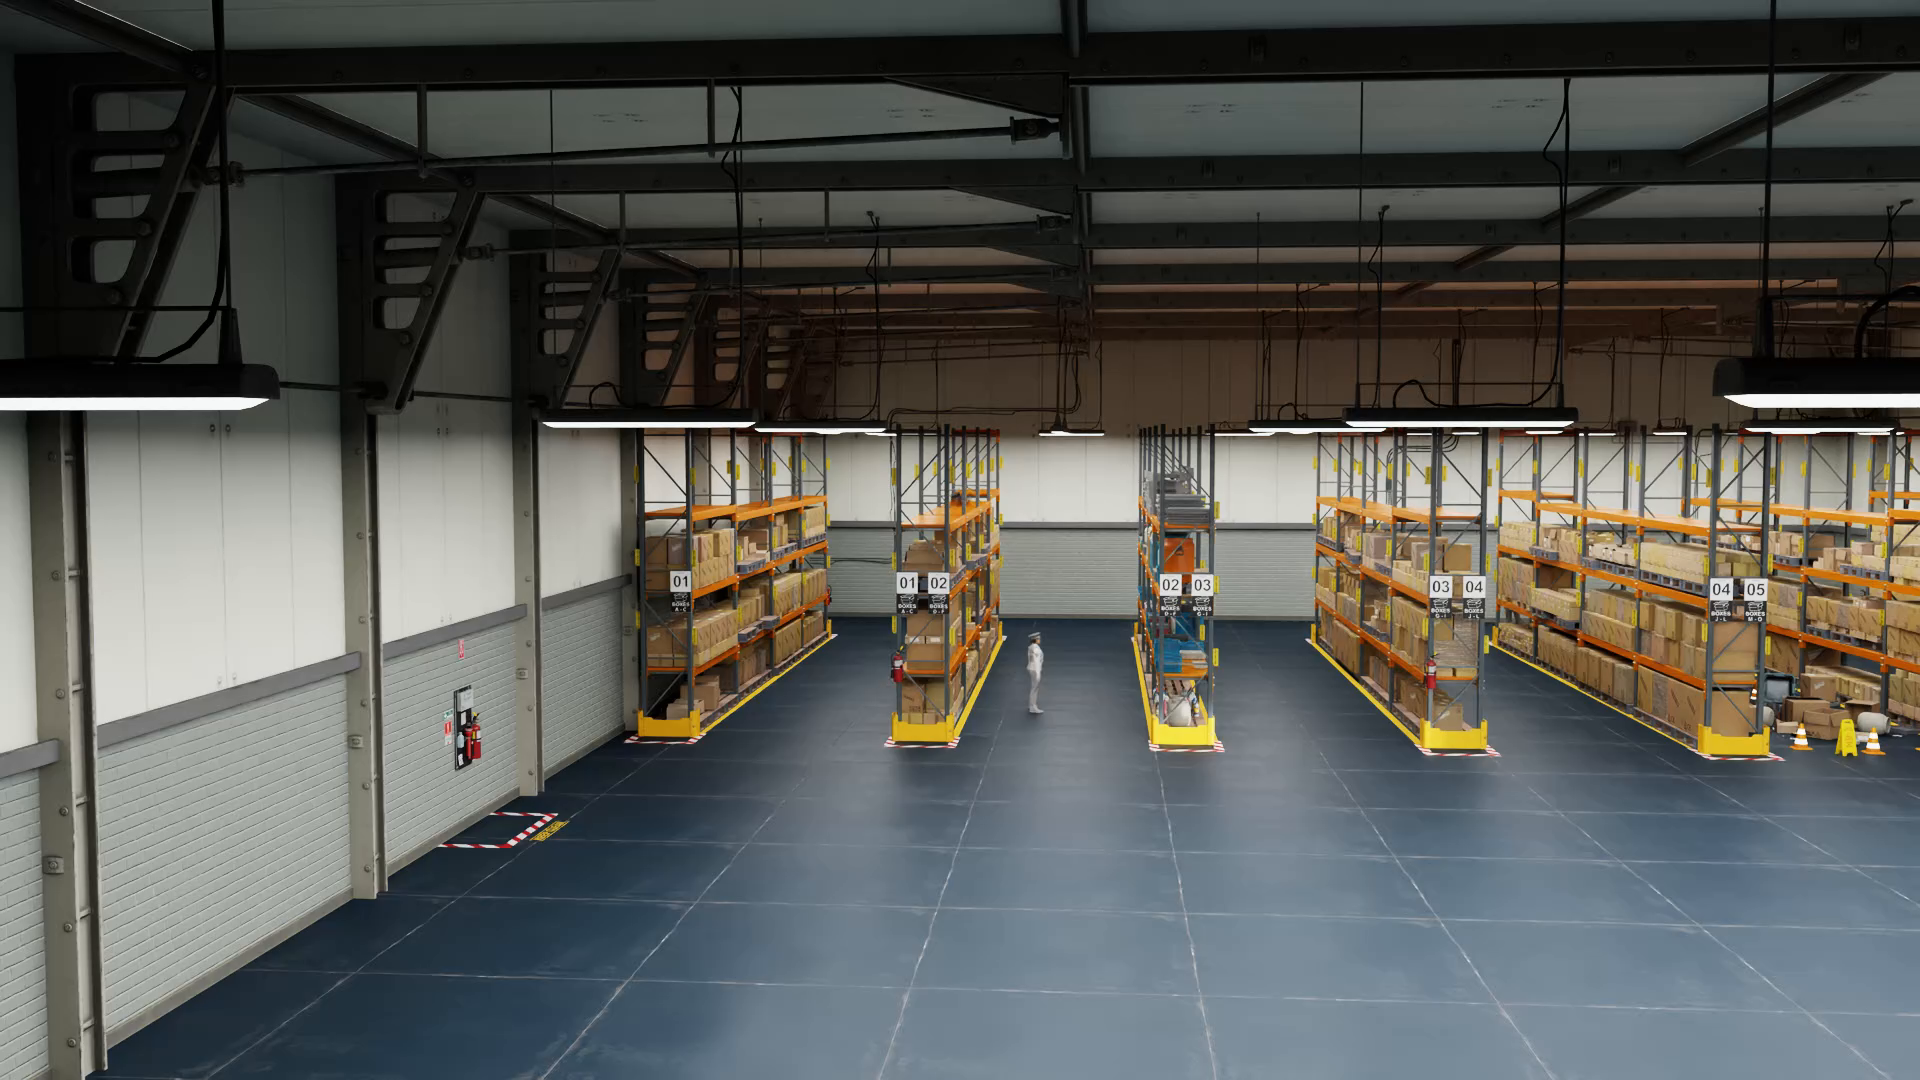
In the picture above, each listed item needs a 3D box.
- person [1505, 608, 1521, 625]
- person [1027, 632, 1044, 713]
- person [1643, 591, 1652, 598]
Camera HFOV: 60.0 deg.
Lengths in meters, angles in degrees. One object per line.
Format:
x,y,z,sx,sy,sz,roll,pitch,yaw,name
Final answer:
15.815,2.015,47.457,0.540,1.666,0.353,1,4,21,person
1.596,2.791,34.783,0.368,1.727,0.549,-1,4,-12,person
18.268,2.185,44.240,0.404,1.727,0.628,3,4,36,person
